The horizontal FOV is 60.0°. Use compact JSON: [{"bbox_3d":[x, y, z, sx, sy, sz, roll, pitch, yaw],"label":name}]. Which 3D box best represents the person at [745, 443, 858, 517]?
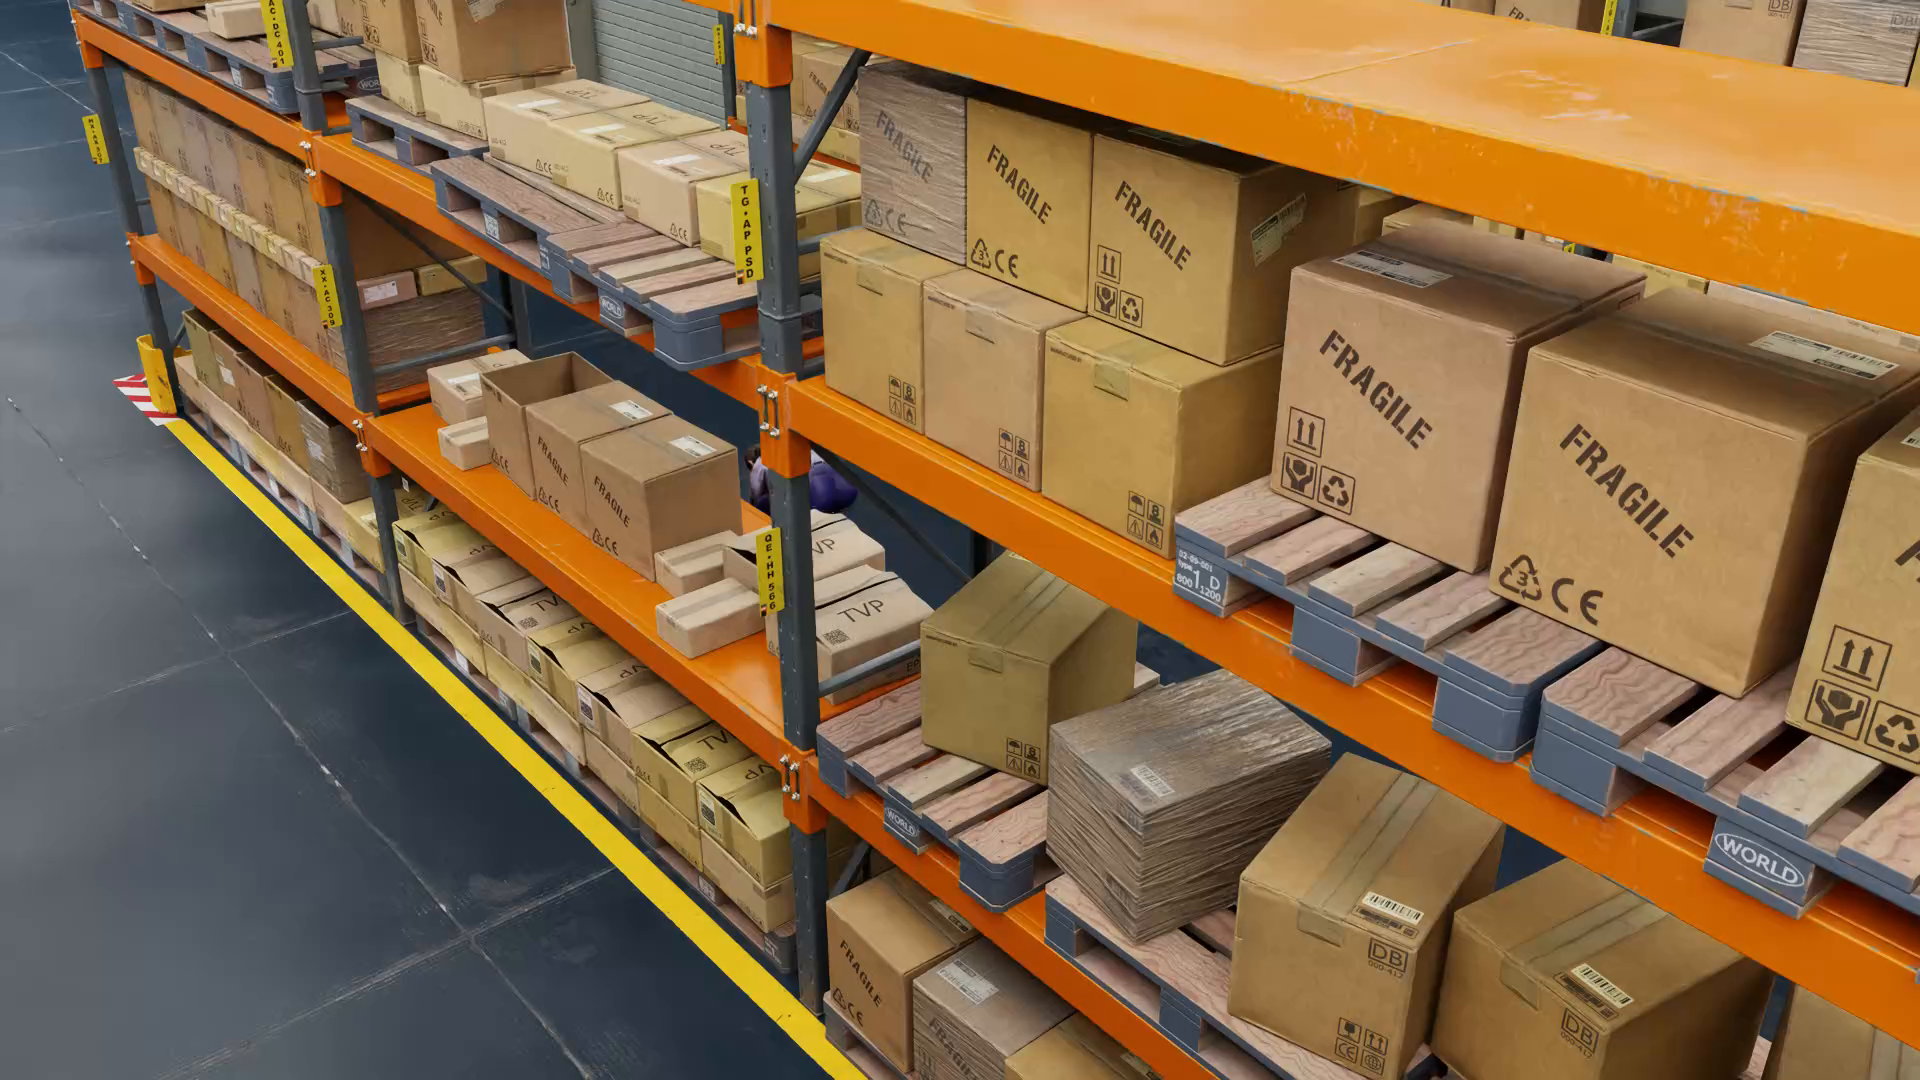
[{"bbox_3d":[-0.991,-0.182,9.814,0.508,0.855,0.898,-24,36,-37],"label":"person"}]
